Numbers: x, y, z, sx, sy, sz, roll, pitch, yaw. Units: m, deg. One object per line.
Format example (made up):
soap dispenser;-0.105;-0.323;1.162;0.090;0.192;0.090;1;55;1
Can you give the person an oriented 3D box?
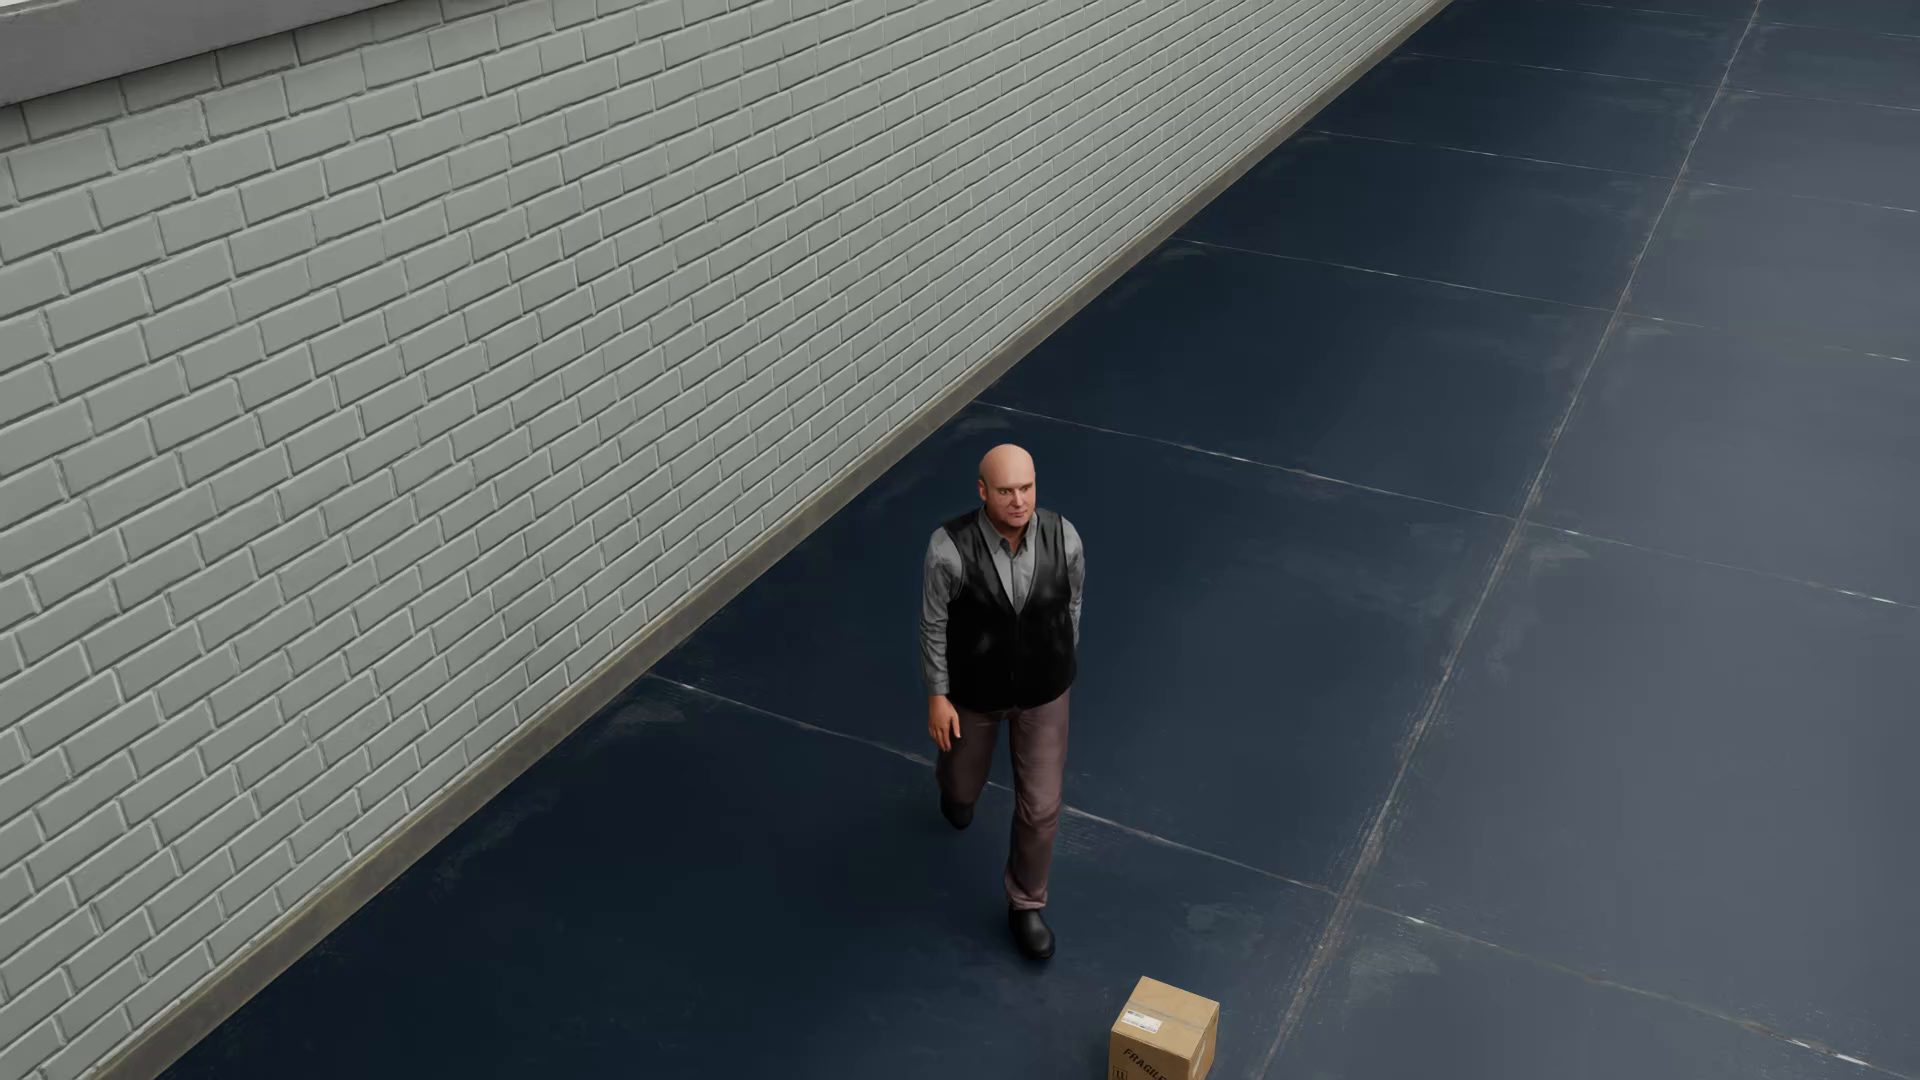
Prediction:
person;0.131;0.452;5.370;0.539;1.692;0.900;-4;30;-7
